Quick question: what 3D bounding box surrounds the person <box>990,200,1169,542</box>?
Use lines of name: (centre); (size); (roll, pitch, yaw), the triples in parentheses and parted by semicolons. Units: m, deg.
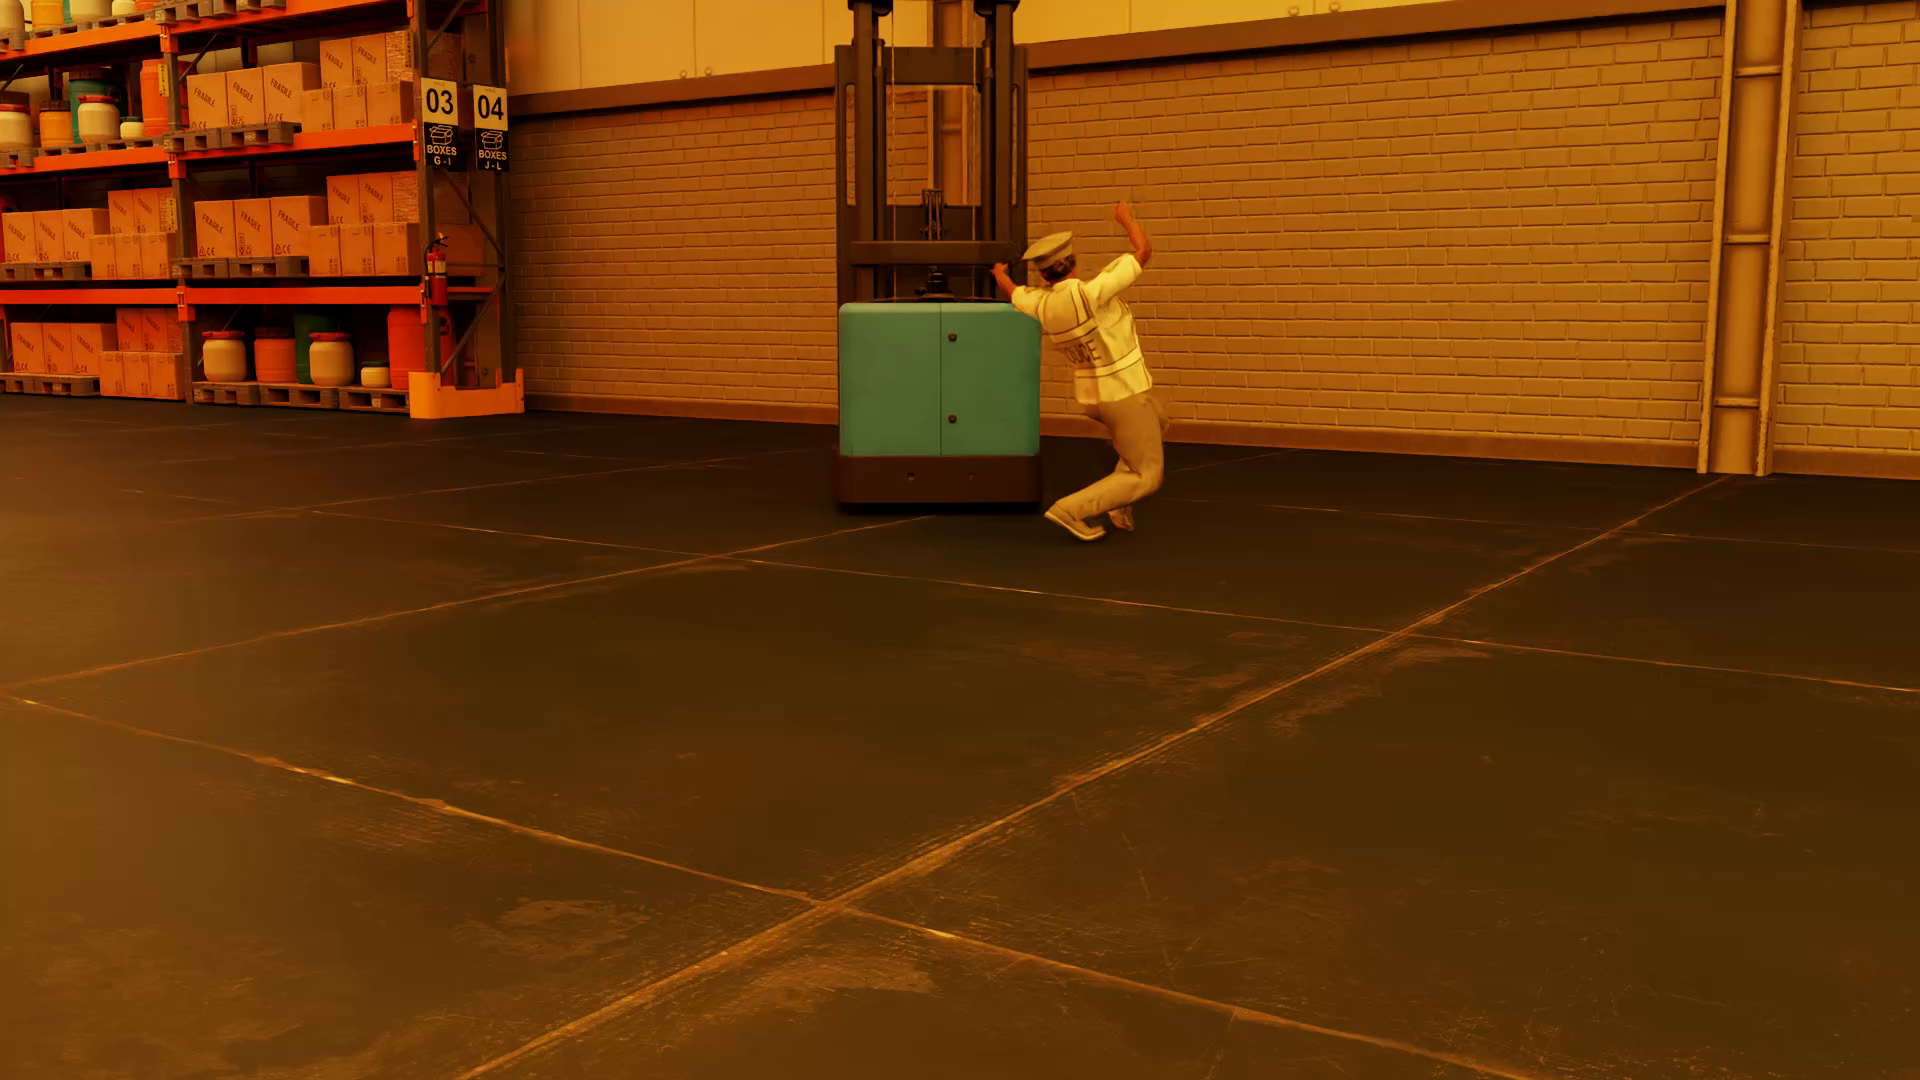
person: (0.585, -0.794, 7.825); (0.823, 1.567, 1.017); (-4, 9, -25)

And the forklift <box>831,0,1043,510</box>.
forklift: (-0.174, -1.780, 9.709); (1.130, 2.935, 3.031); (0, 8, -3)
